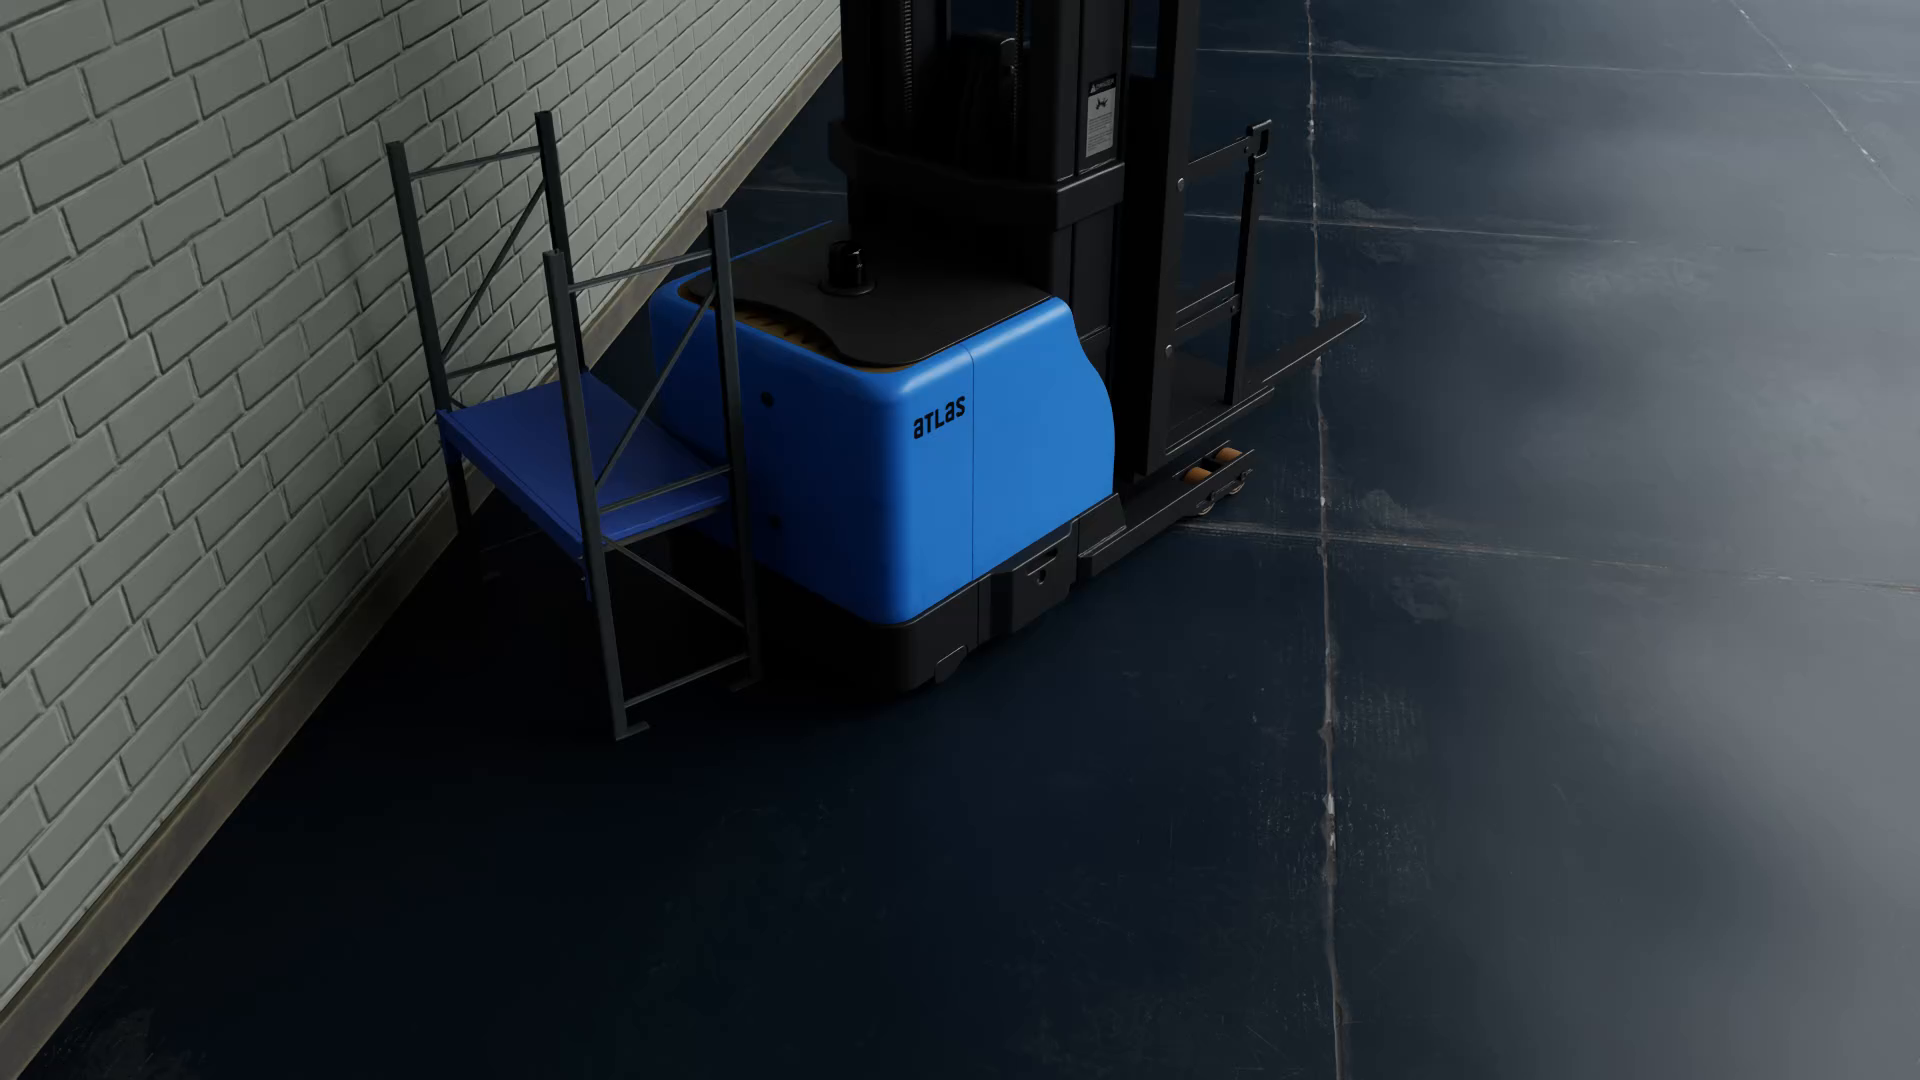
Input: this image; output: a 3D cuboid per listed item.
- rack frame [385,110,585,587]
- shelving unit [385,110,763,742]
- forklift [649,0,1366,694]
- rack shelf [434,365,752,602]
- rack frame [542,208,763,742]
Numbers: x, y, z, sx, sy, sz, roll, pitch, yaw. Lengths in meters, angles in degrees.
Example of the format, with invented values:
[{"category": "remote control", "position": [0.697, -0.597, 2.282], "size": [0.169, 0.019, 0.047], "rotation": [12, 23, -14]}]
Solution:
[{"category": "rack frame", "position": [-1.425, -0.565, 5.239], "size": [0.500, 1.500, 0.032], "rotation": [-22, 38, -31]}, {"category": "shelving unit", "position": [-1.117, -0.351, 4.897], "size": [0.538, 1.500, 1.048], "rotation": [-22, 38, -31]}, {"category": "forklift", "position": [0.412, -1.490, 5.368], "size": [1.130, 2.935, 3.031], "rotation": [25, 40, 34]}, {"category": "rack shelf", "position": [-1.117, -0.198, 4.992], "size": [0.538, 0.185, 1.000], "rotation": [-22, 38, -31]}, {"category": "rack frame", "position": [-0.808, -0.137, 4.555], "size": [0.500, 1.500, 0.032], "rotation": [-22, 38, -31]}]
